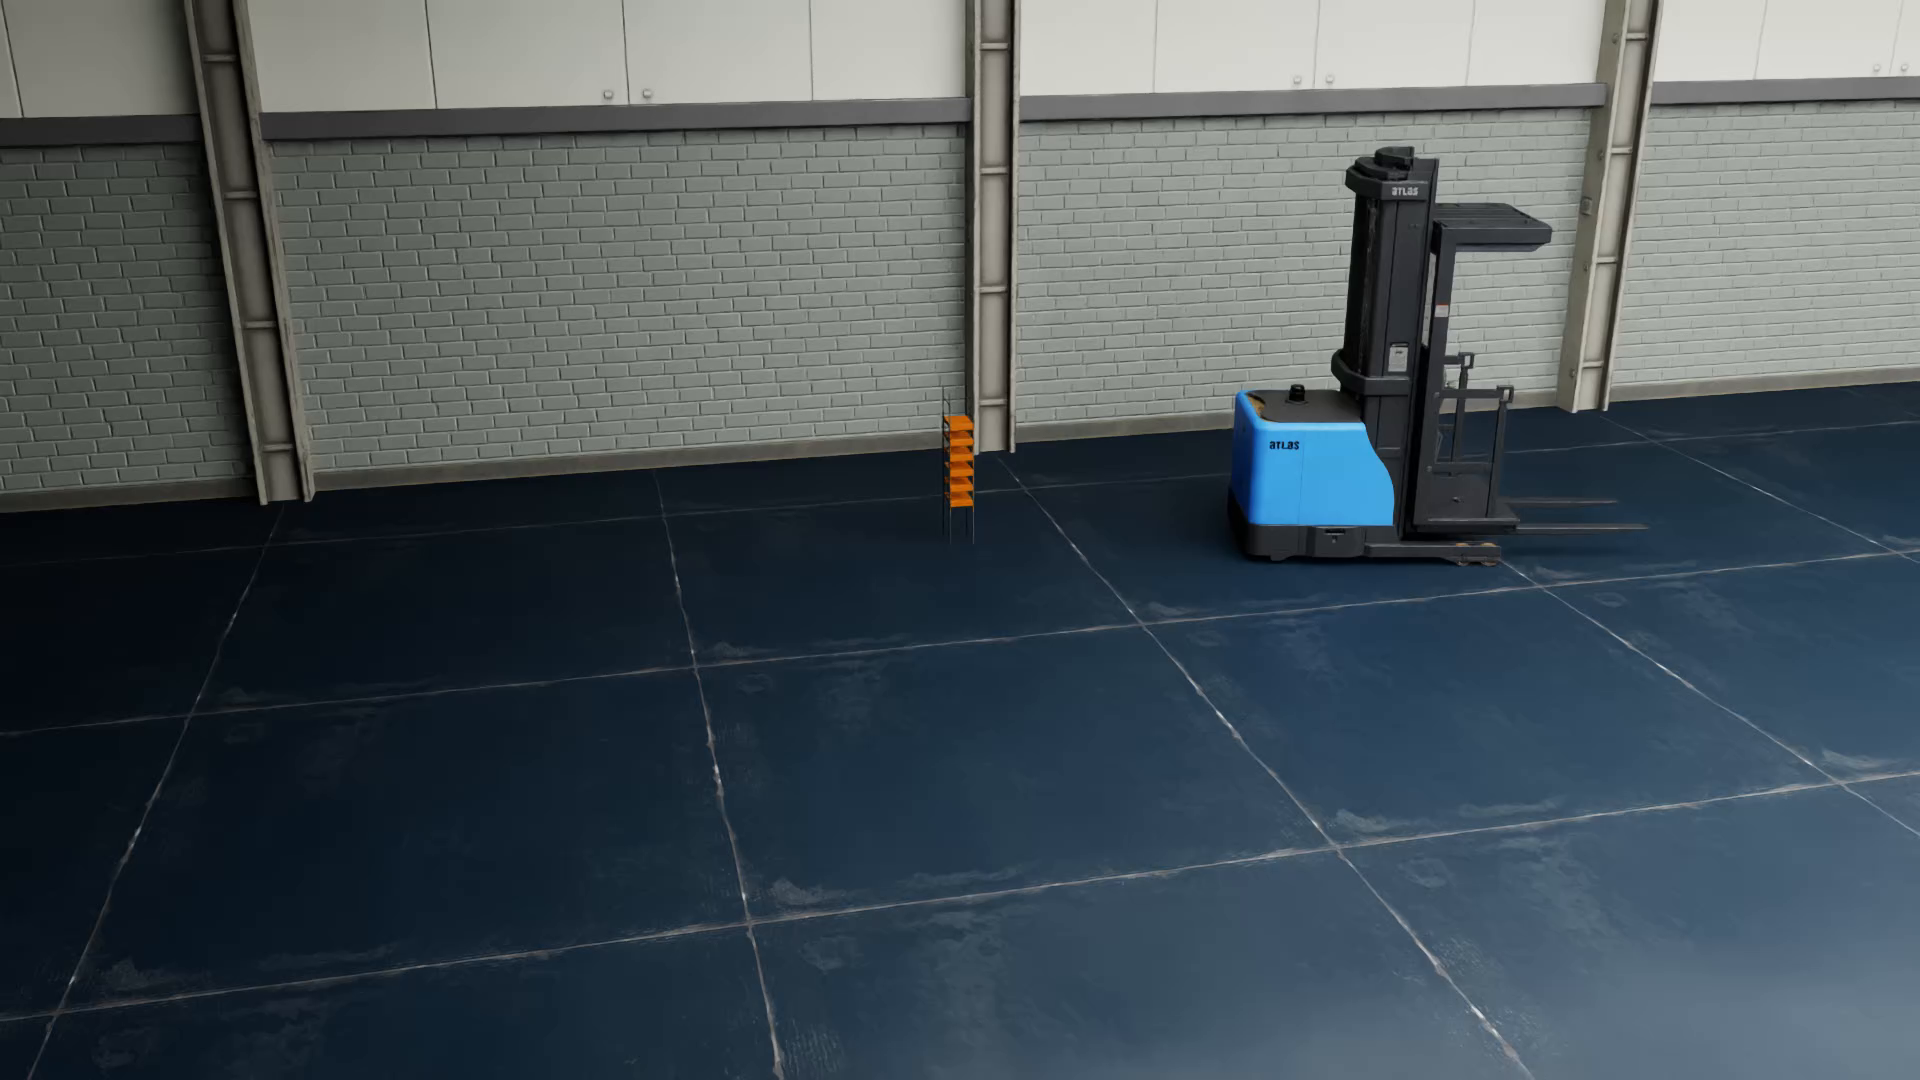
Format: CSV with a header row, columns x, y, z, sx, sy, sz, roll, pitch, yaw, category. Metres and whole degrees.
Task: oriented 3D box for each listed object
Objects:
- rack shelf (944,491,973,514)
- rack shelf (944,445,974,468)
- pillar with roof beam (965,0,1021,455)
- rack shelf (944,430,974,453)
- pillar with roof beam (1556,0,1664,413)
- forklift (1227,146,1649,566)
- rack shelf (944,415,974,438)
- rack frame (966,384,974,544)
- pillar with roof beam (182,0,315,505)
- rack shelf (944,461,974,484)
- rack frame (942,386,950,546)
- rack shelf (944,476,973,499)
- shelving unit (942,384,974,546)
x,y,z,sx,sy,sz,roll,pitch,yaw,category
-0.014,-0.295,12.703,0.180,0.103,0.258,-5,21,-12,rack shelf
-0.014,-0.633,12.579,0.180,0.103,0.258,-5,21,-12,rack shelf
1.263,-3.611,9.590,0.400,9.000,9.100,-5,21,-12,pillar with roof beam
-0.014,-0.746,12.538,0.180,0.103,0.258,-5,21,-12,rack shelf
7.102,-4.086,10.886,0.400,9.000,9.100,-5,21,-12,pillar with roof beam
3.630,-1.371,12.296,3.031,2.935,1.130,0,20,0,forklift
-0.014,-0.859,12.497,0.180,0.103,0.258,-5,21,-12,rack shelf
0.075,-0.569,12.625,0.006,1.200,0.240,-5,21,-12,rack frame
-4.576,-3.136,8.293,0.400,9.000,9.100,-5,21,-12,pillar with roof beam
-0.014,-0.521,12.620,0.180,0.103,0.258,-5,21,-12,rack shelf
-0.103,-0.555,12.585,0.006,1.200,0.240,-5,21,-12,rack frame
-0.014,-0.408,12.662,0.180,0.103,0.258,-5,21,-12,rack shelf
-0.014,-0.562,12.605,0.189,1.200,0.258,-5,21,-12,shelving unit
